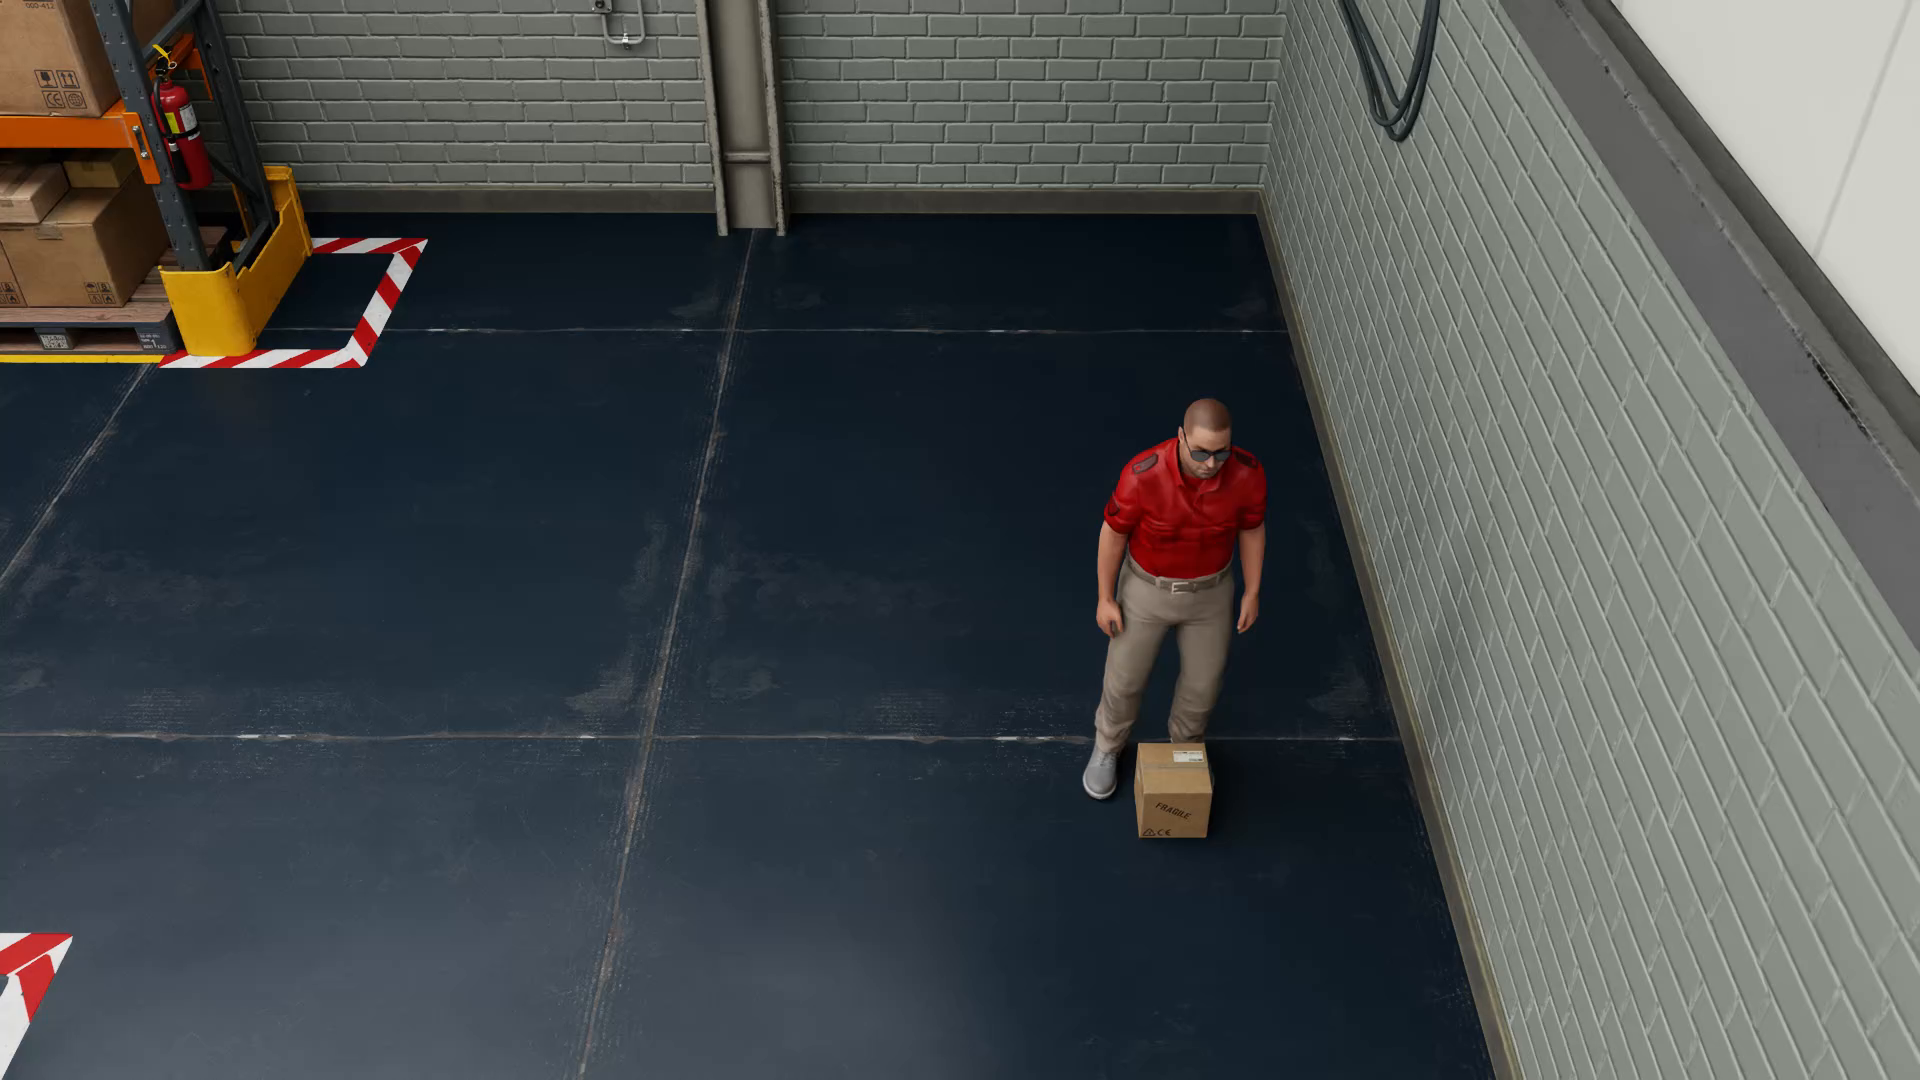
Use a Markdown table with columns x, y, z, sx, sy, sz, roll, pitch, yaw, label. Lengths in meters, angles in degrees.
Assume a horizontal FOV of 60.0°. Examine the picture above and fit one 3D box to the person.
| x | y | z | sx | sy | sz | roll | pitch | yaw | label |
| --- | --- | --- | --- | --- | --- | --- | --- | --- | --- |
| 0.770 | 0.199 | 5.922 | 0.608 | 1.728 | 0.389 | -2 | 39 | -2 | person |
